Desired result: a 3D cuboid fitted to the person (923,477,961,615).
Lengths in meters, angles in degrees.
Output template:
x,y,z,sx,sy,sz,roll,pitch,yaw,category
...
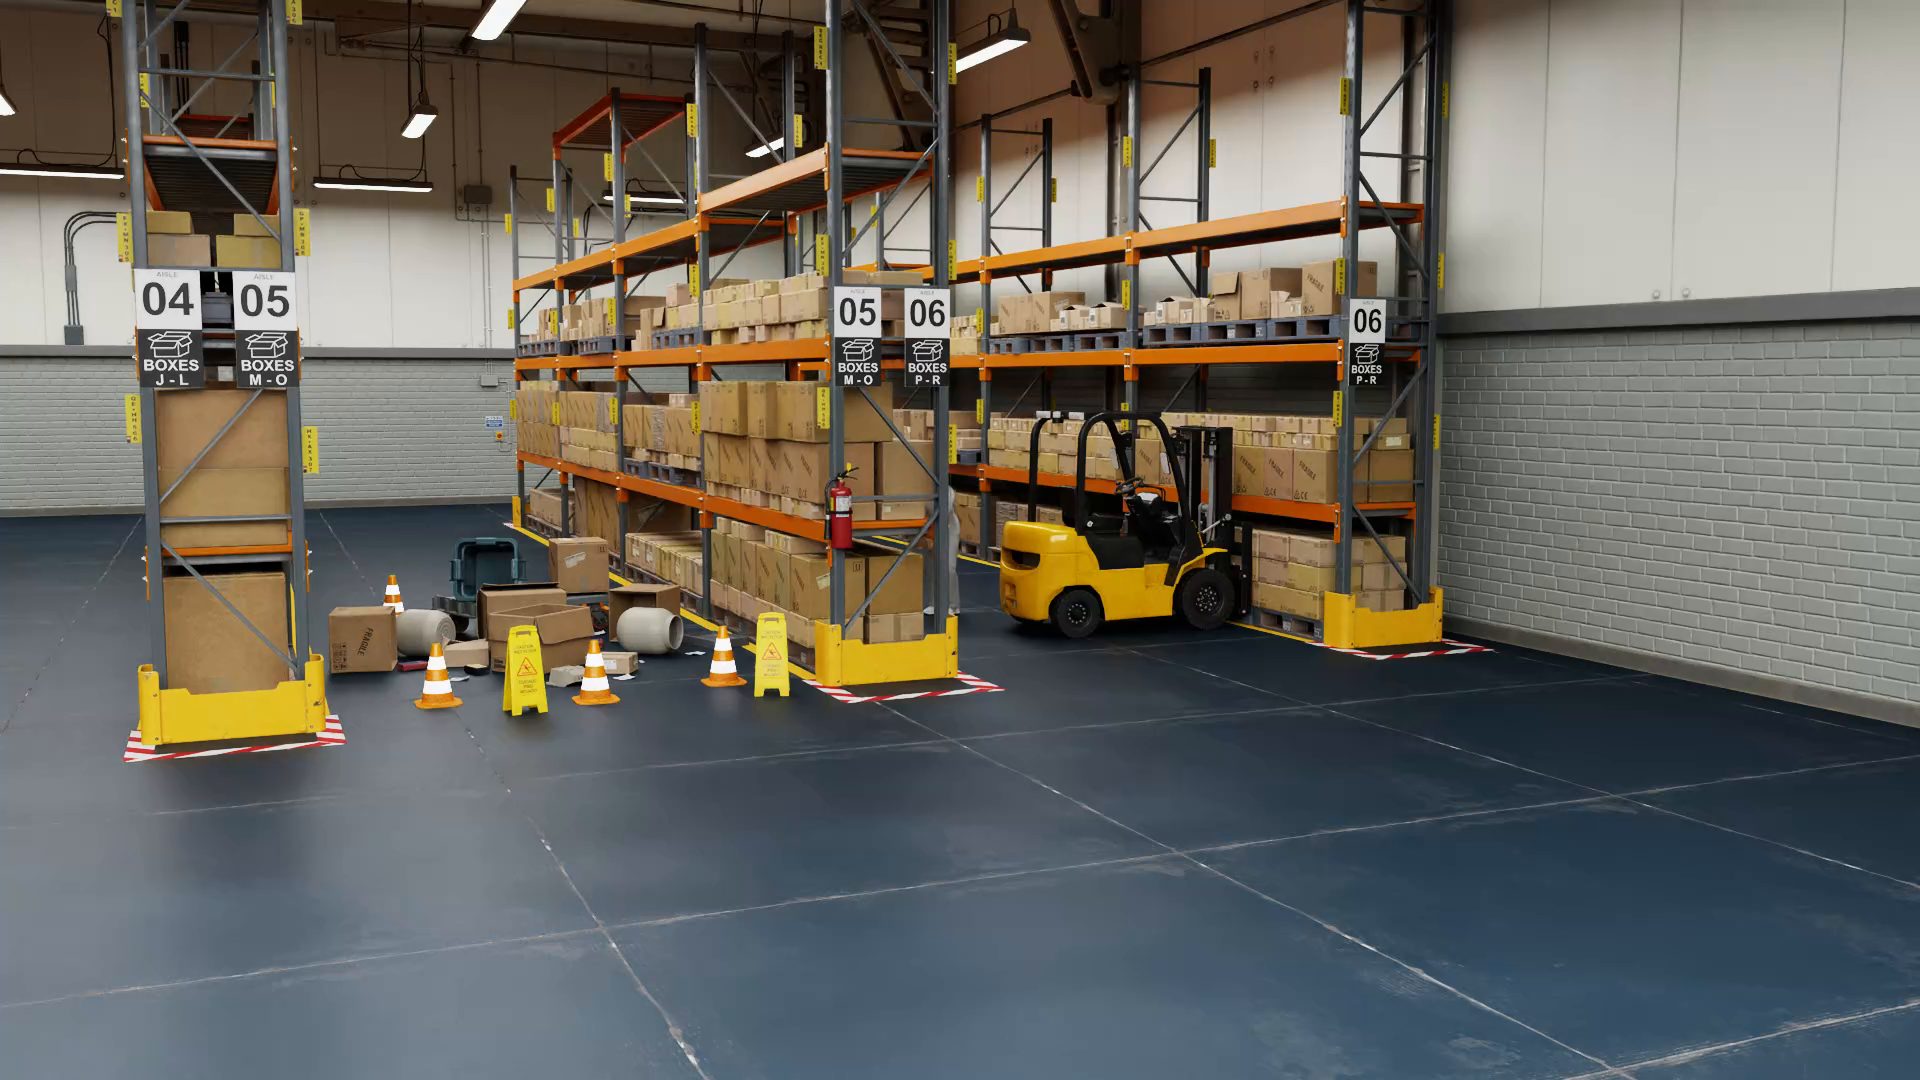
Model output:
x,y,z,sx,sy,sz,roll,pitch,yaw,category
-0.229,-0.017,17.409,0.417,1.630,0.545,4,7,36,person
